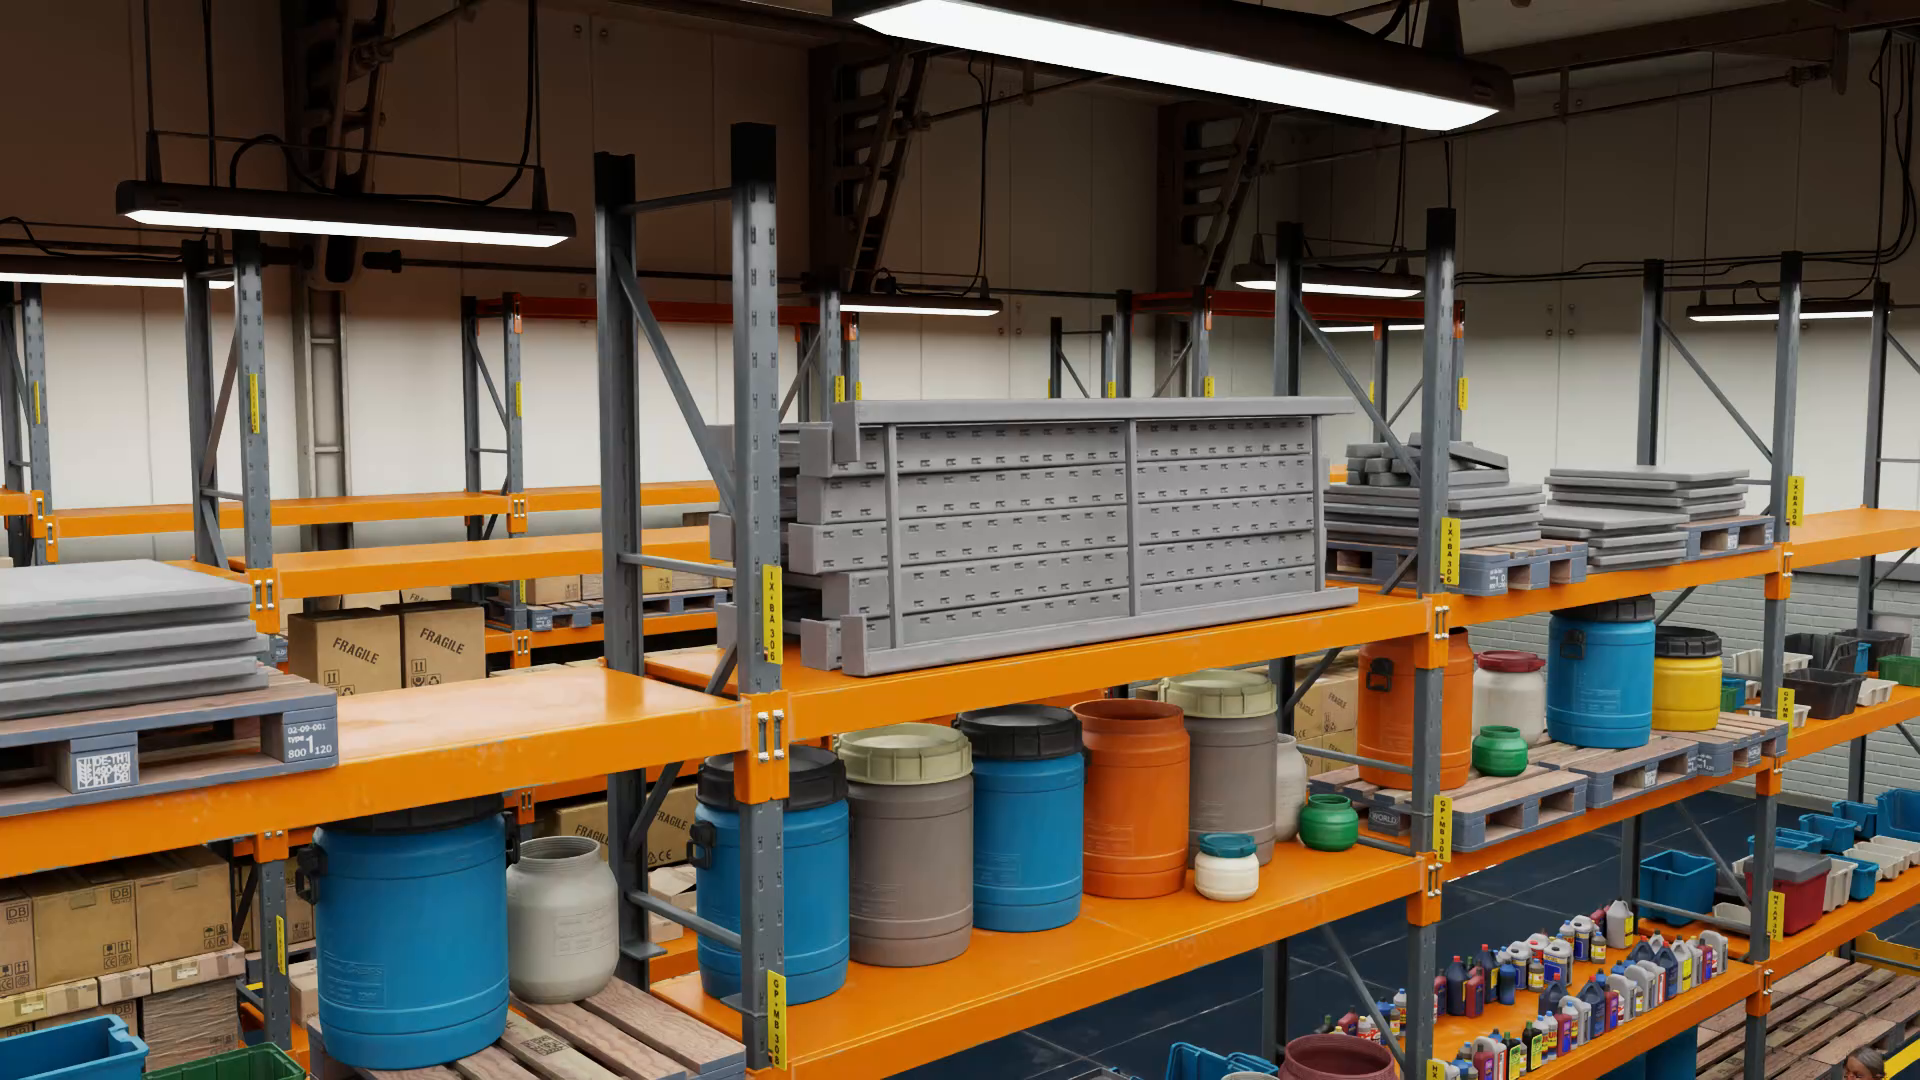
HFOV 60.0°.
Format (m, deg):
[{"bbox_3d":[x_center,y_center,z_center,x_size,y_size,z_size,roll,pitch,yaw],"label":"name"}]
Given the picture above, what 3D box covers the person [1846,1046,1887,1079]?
[{"bbox_3d":[5.022,3.514,9.008,0.620,1.628,0.504,-3,6,-26],"label":"person"}]
